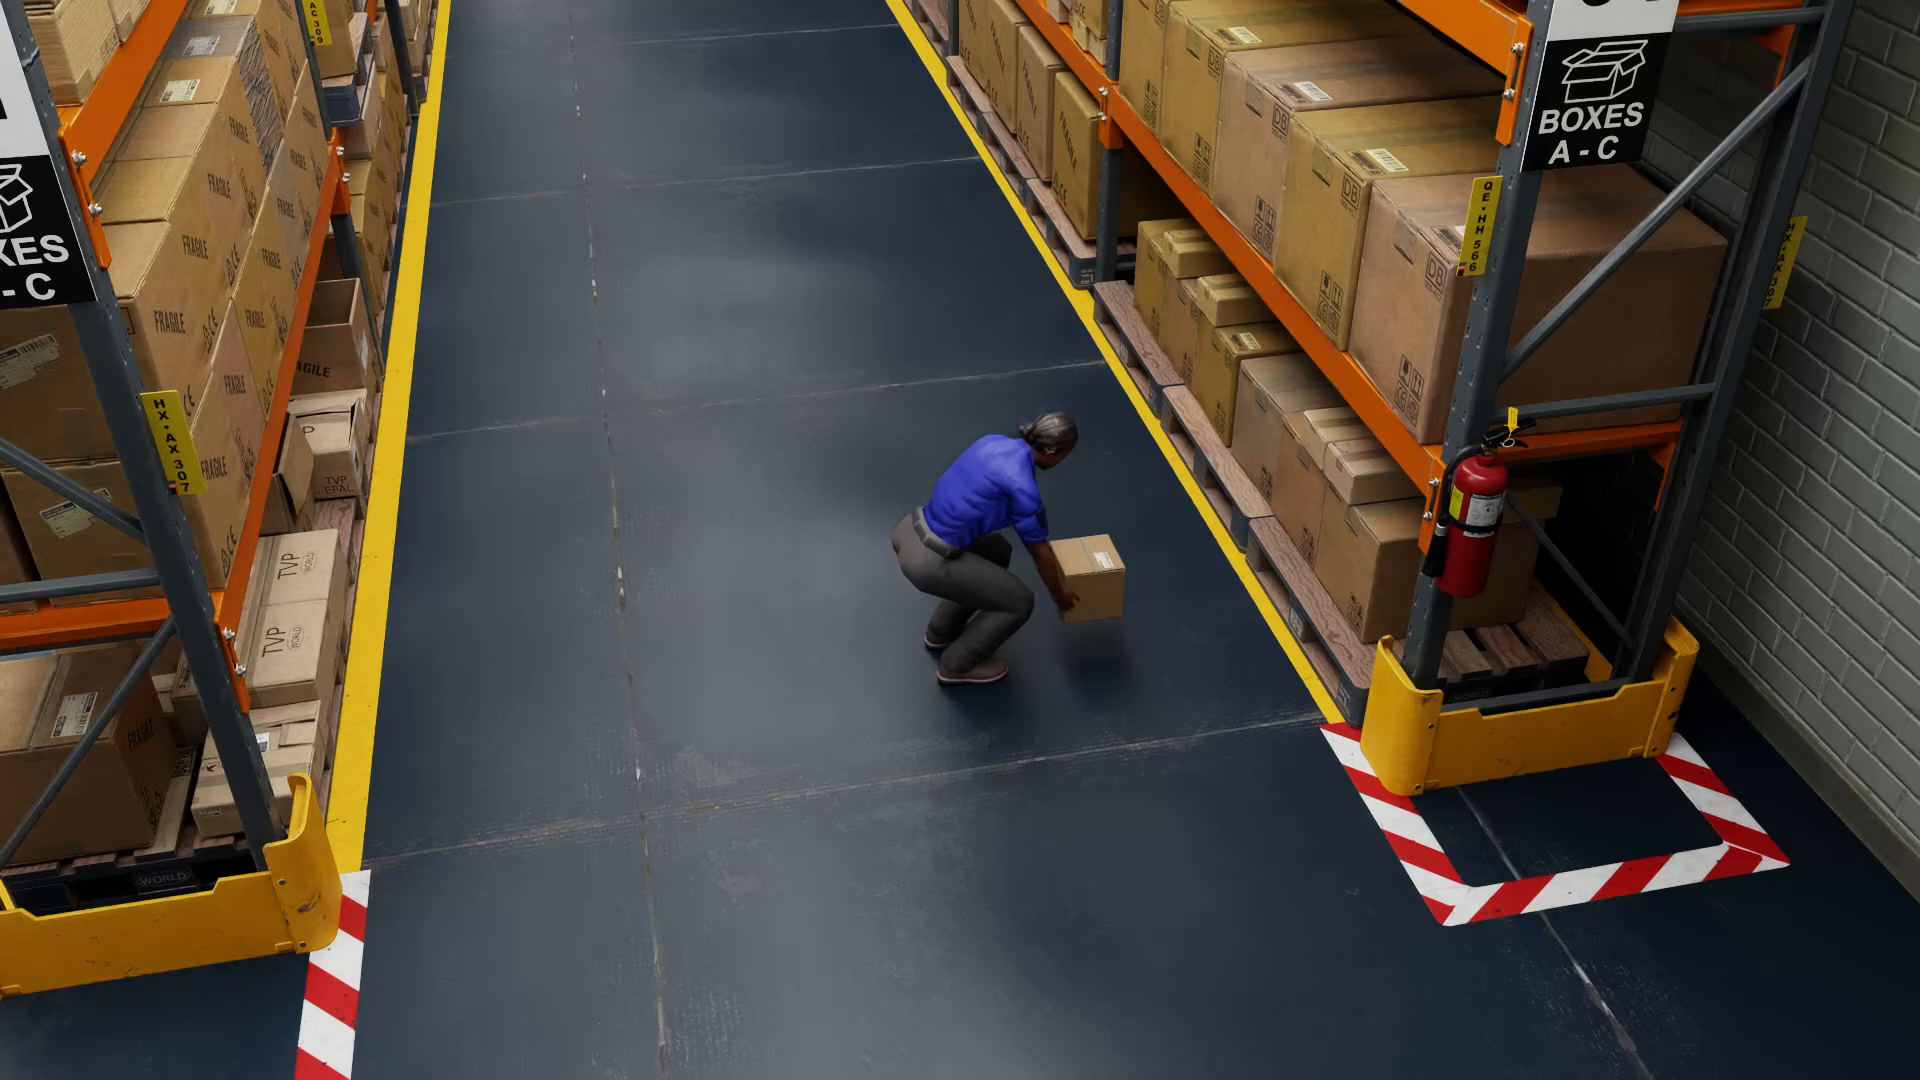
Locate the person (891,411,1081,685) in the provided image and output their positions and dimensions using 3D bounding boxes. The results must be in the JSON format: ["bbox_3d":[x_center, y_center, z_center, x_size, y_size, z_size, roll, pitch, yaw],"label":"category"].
[{"bbox_3d":[0.098,0.018,6.630,0.747,1.088,0.499,-7,35,-10],"label":"person"}]
